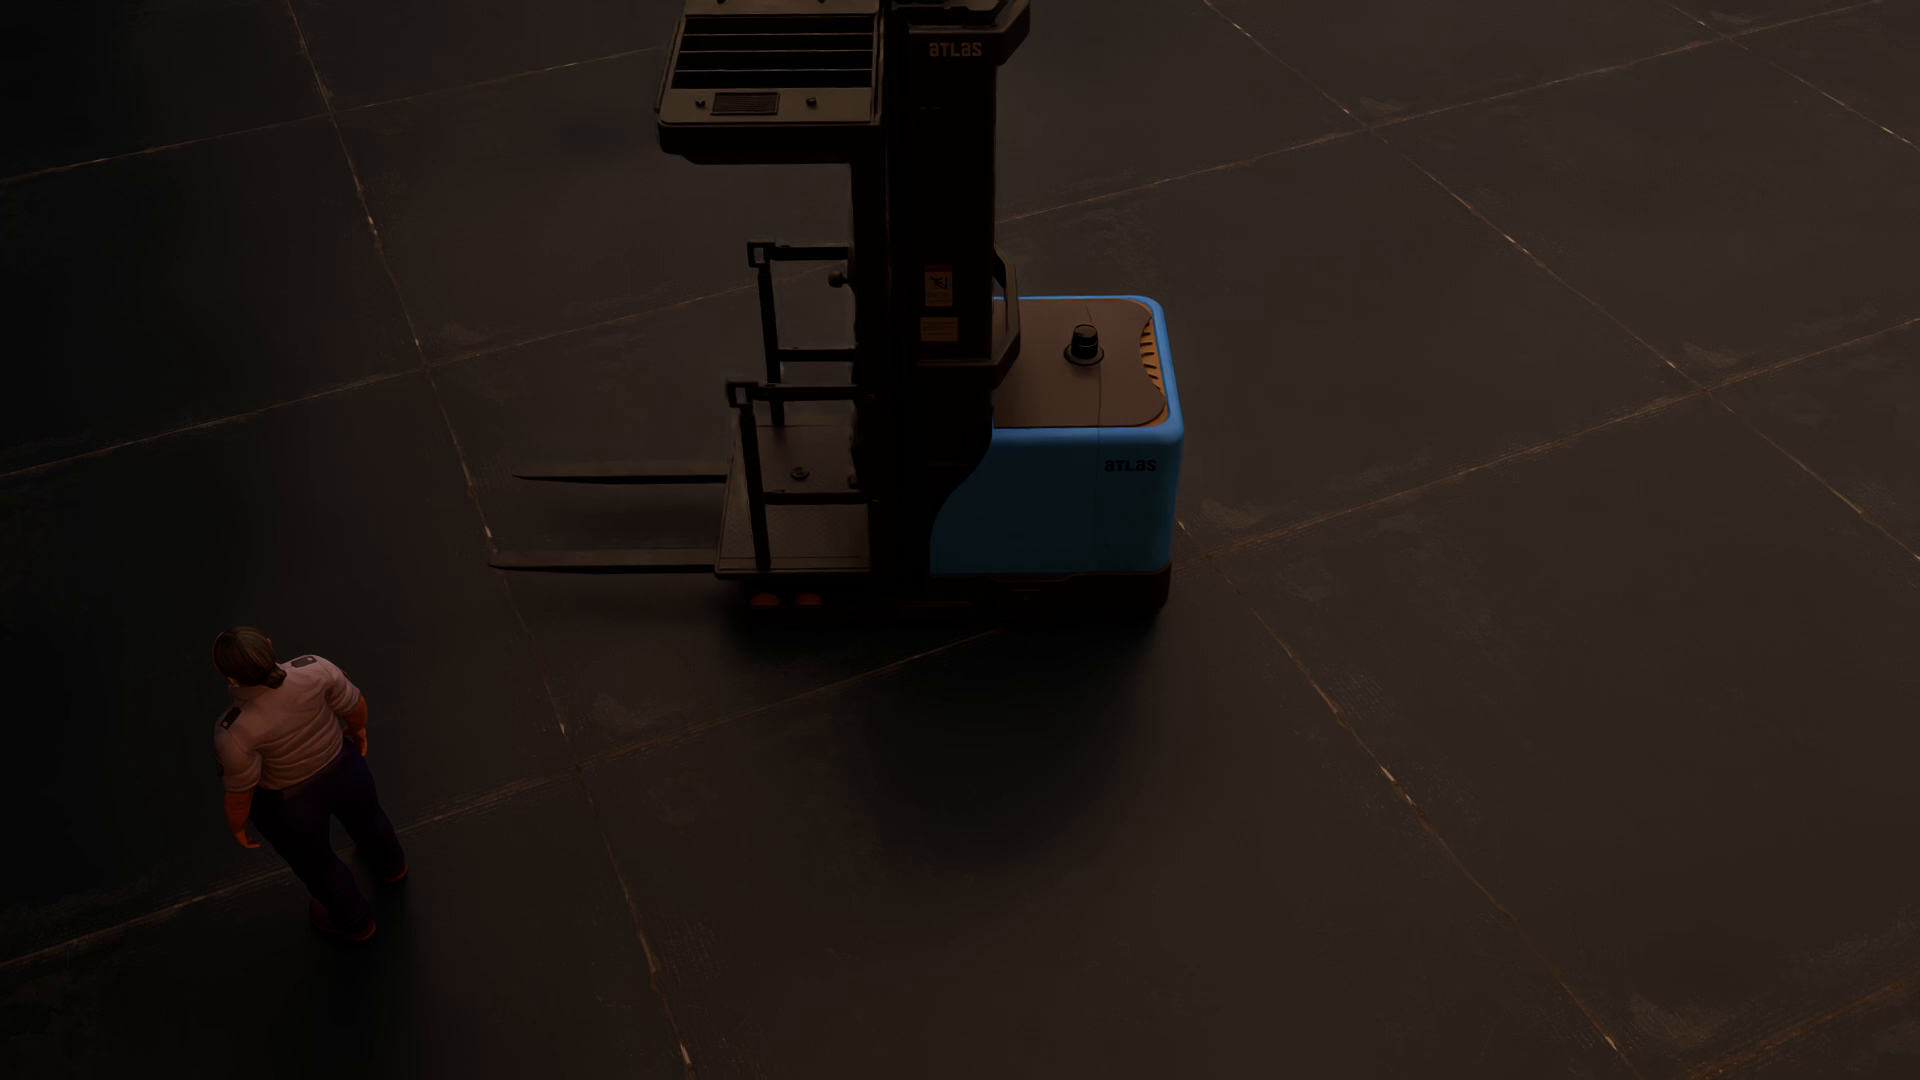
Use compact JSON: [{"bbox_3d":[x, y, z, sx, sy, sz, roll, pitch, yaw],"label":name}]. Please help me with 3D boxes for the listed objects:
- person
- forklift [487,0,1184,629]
[{"bbox_3d":[-2.300,0.805,5.748,0.504,1.650,0.596,27,49,26],"label":"person"},{"bbox_3d":[-0.592,-1.041,6.795,3.031,2.935,1.130,-1,43,-1],"label":"forklift"}]
